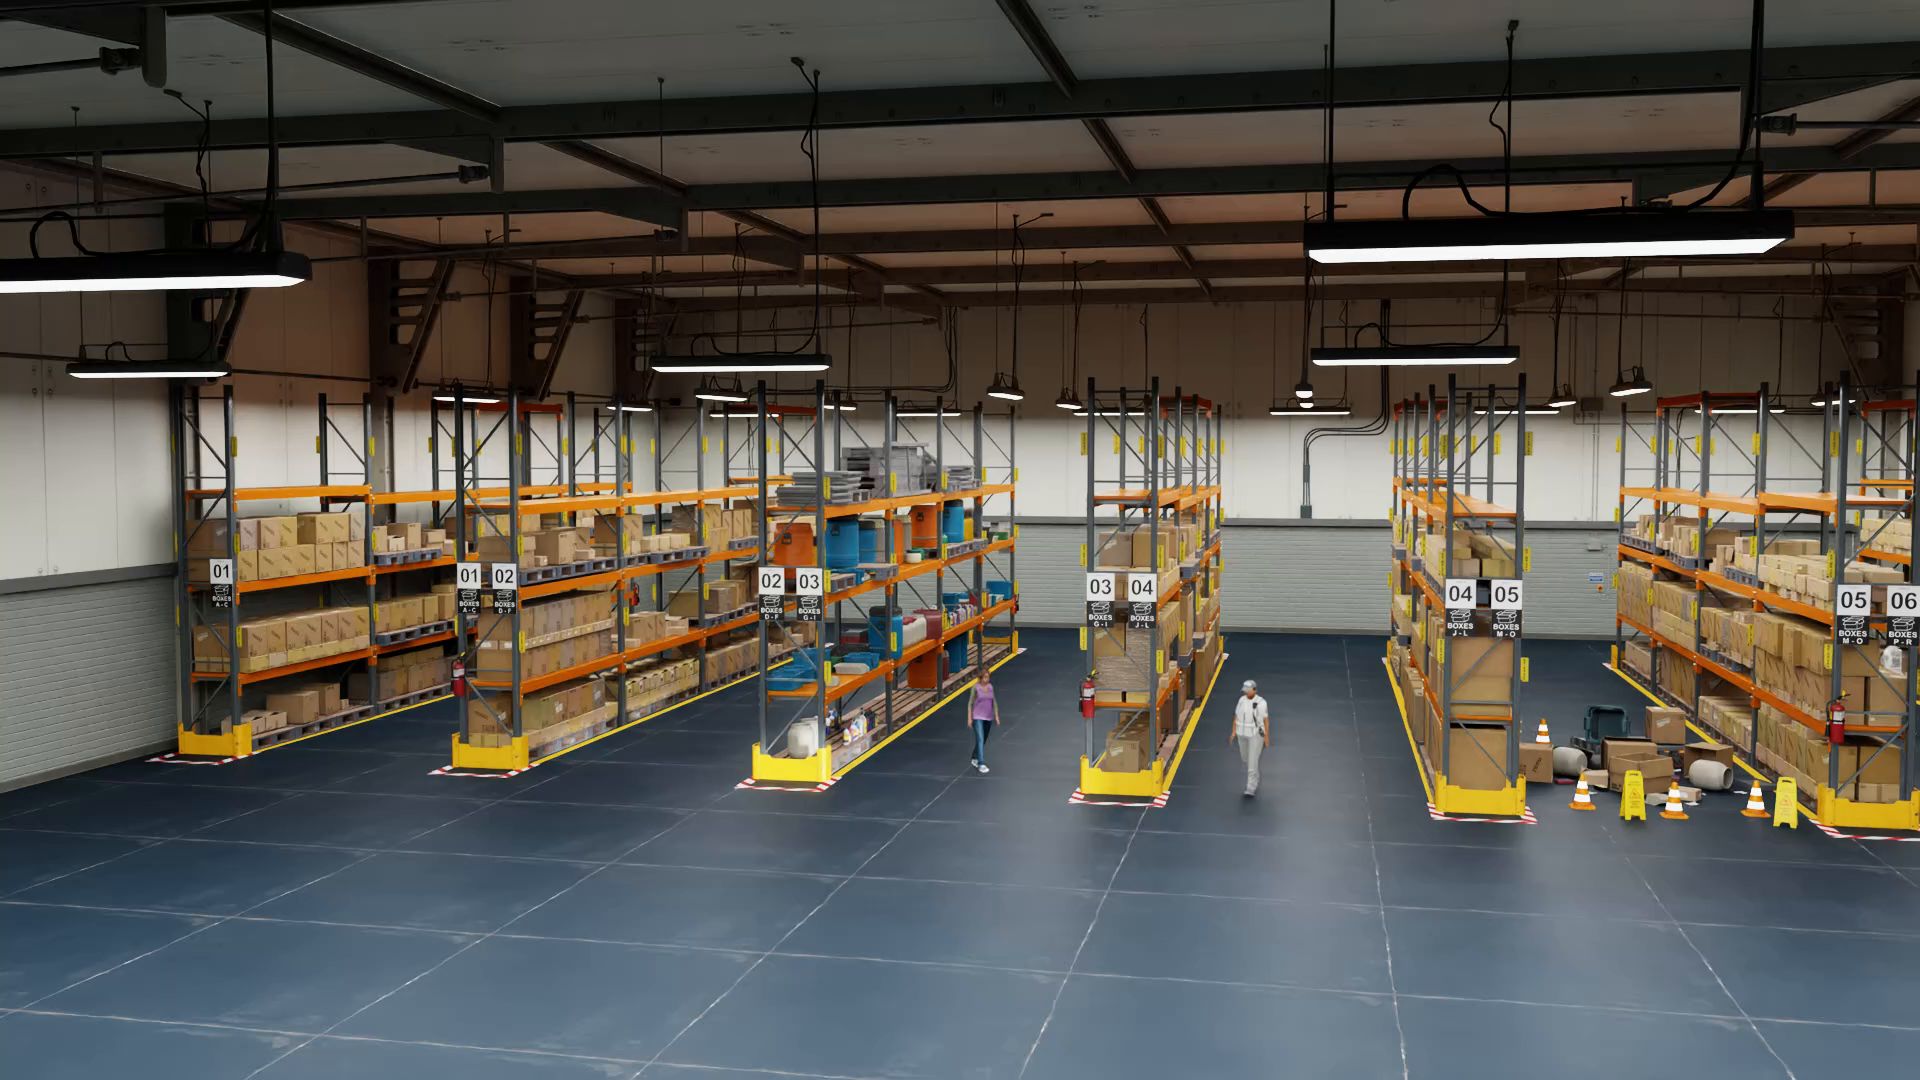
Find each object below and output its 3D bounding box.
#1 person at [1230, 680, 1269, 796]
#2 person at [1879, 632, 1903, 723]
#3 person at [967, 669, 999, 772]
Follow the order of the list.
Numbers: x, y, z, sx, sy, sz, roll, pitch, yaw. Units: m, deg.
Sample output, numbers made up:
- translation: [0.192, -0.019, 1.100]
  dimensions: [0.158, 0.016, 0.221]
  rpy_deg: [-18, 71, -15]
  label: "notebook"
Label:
- translation: [4.206, 2.842, 24.075]
  dimensions: [0.532, 1.642, 0.806]
  rpy_deg: [3, 5, 45]
  label: "person"
- translation: [16.689, 2.514, 29.746]
  dimensions: [0.464, 1.710, 0.525]
  rpy_deg: [0, 3, -4]
  label: "person"
- translation: [0.362, 2.773, 25.688]
  dimensions: [0.462, 1.560, 0.844]
  rpy_deg: [-2, 4, -30]
  label: "person"
